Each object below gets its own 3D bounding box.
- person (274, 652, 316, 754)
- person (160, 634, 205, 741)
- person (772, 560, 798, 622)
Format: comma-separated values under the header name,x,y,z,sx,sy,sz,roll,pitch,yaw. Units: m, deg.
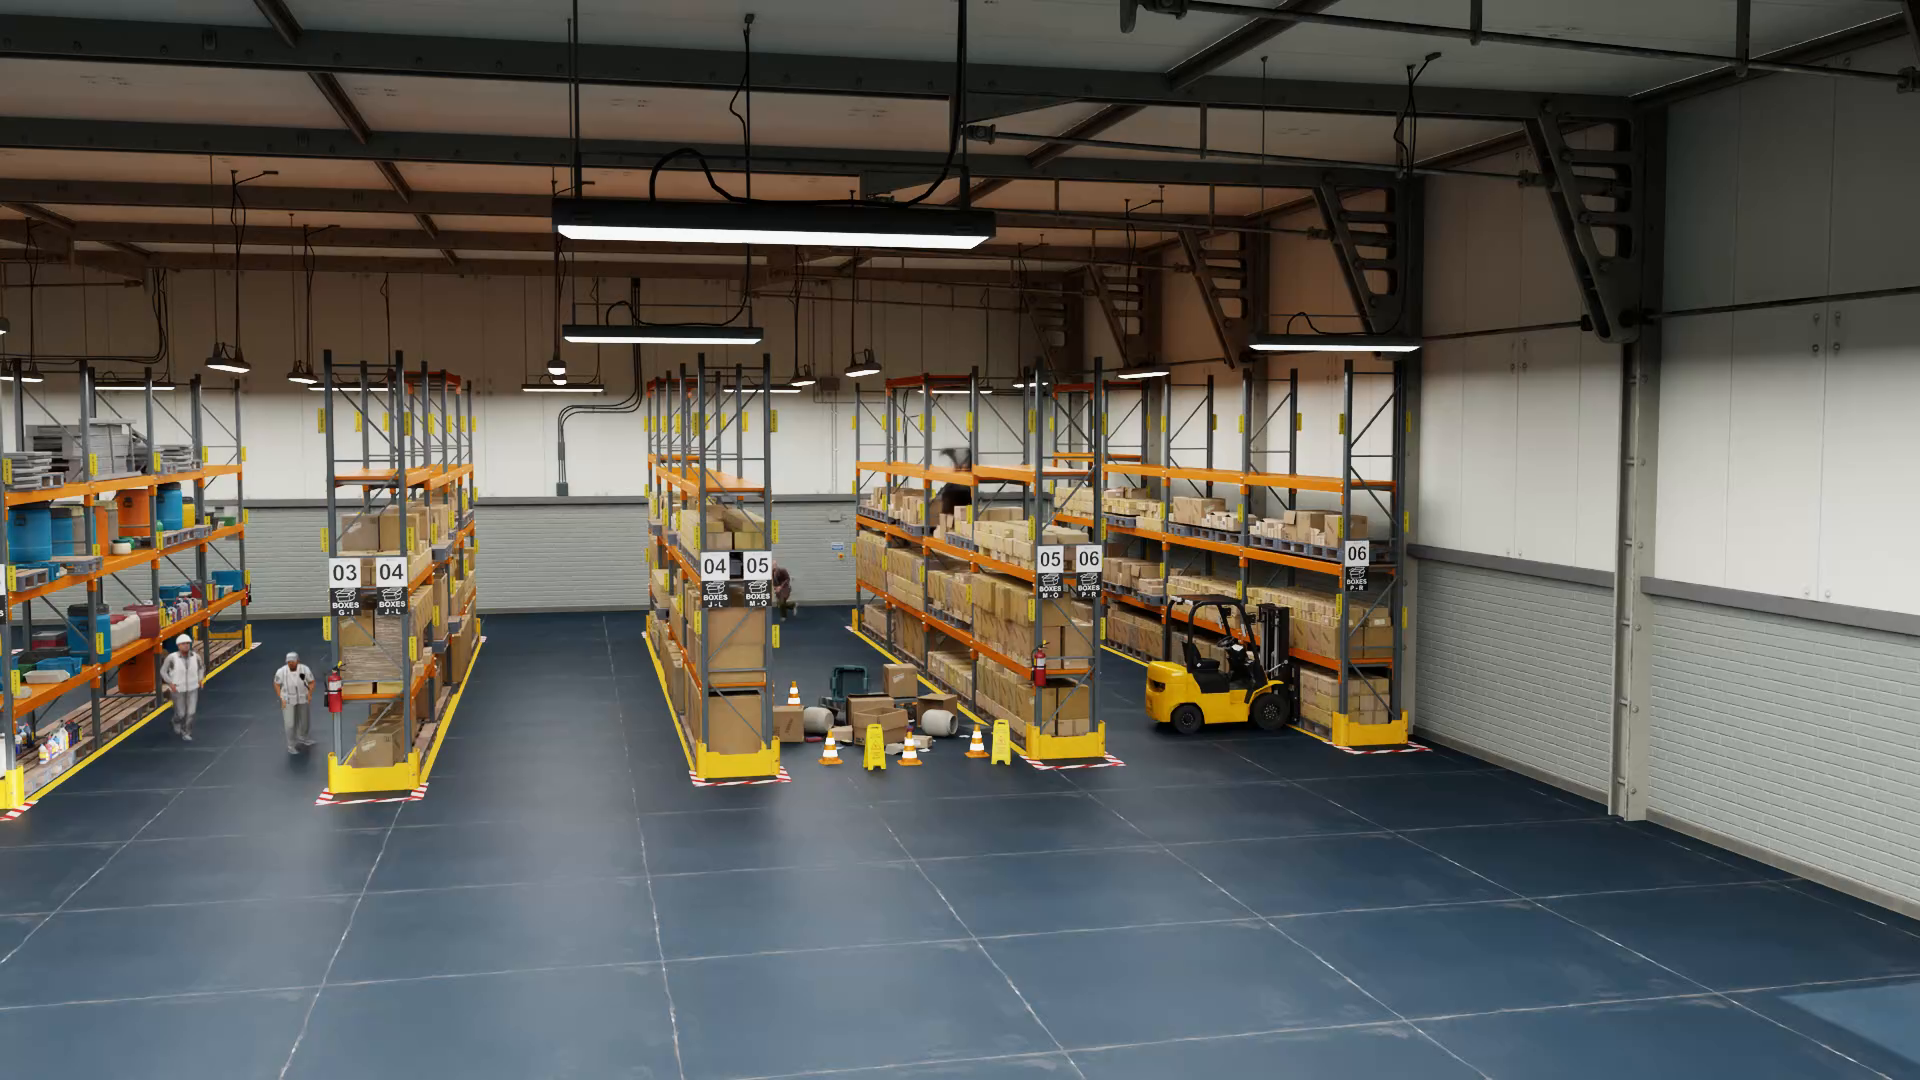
name,x,y,z,sx,sy,sz,roll,pitch,yaw
person,-10.127,2.458,25.378,0.632,1.578,0.829,-3,5,-34
person,-12.284,2.327,26.288,0.658,1.698,0.633,-3,5,-39
person,-4.516,1.263,42.326,0.725,1.562,0.954,3,5,40
